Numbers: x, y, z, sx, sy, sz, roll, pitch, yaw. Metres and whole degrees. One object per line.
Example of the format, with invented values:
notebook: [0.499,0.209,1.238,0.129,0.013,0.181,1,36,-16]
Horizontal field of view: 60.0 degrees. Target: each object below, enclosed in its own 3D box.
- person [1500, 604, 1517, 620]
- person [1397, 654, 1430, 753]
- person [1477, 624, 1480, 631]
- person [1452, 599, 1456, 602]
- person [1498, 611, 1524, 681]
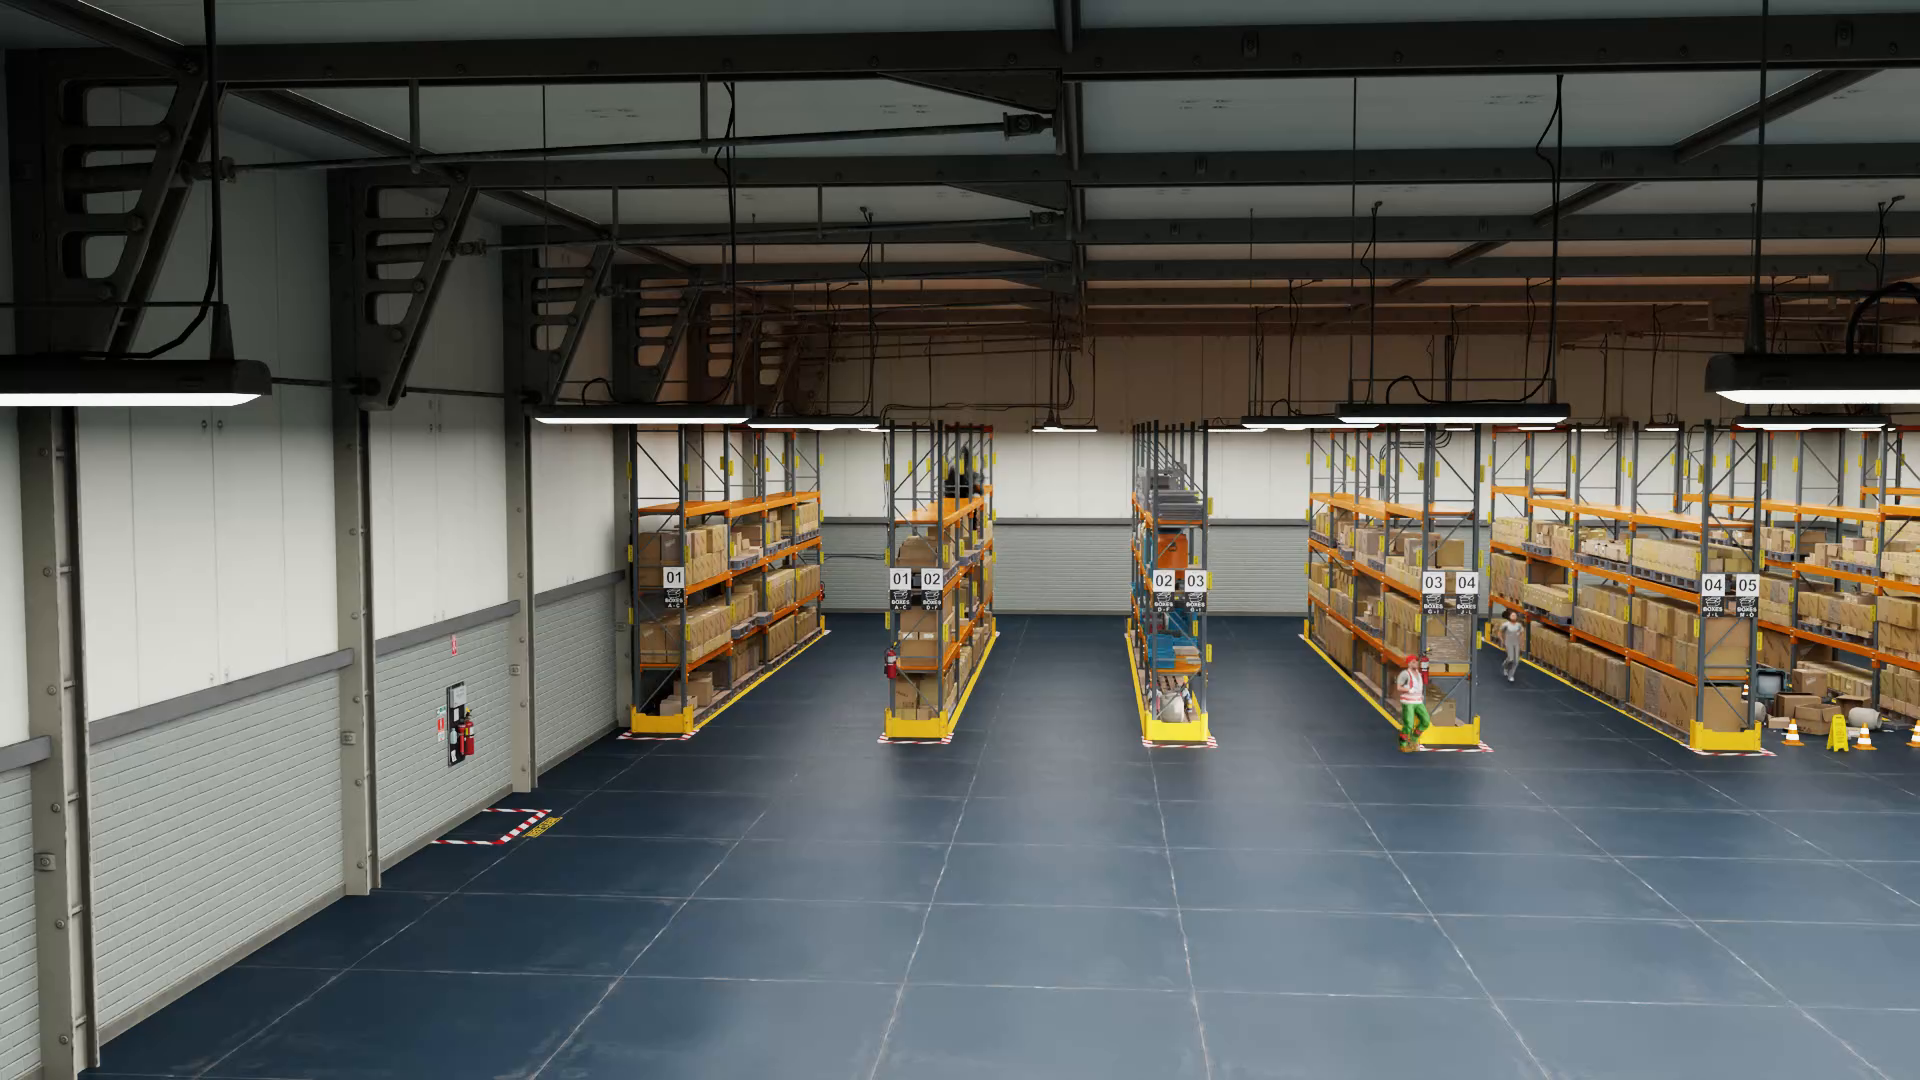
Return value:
person: [15.808,1.896,47.617,0.986,1.613,0.759,3,5,41]
person: [8.151,2.950,29.852,0.665,1.781,0.612,-2,4,-28]
person: [14.563,1.965,47.532,0.744,1.519,0.791,0,4,-2]
person: [13.433,1.924,46.386,0.729,1.797,0.729,3,5,38]
person: [12.828,2.465,38.633,0.558,1.630,0.557,0,4,-1]
